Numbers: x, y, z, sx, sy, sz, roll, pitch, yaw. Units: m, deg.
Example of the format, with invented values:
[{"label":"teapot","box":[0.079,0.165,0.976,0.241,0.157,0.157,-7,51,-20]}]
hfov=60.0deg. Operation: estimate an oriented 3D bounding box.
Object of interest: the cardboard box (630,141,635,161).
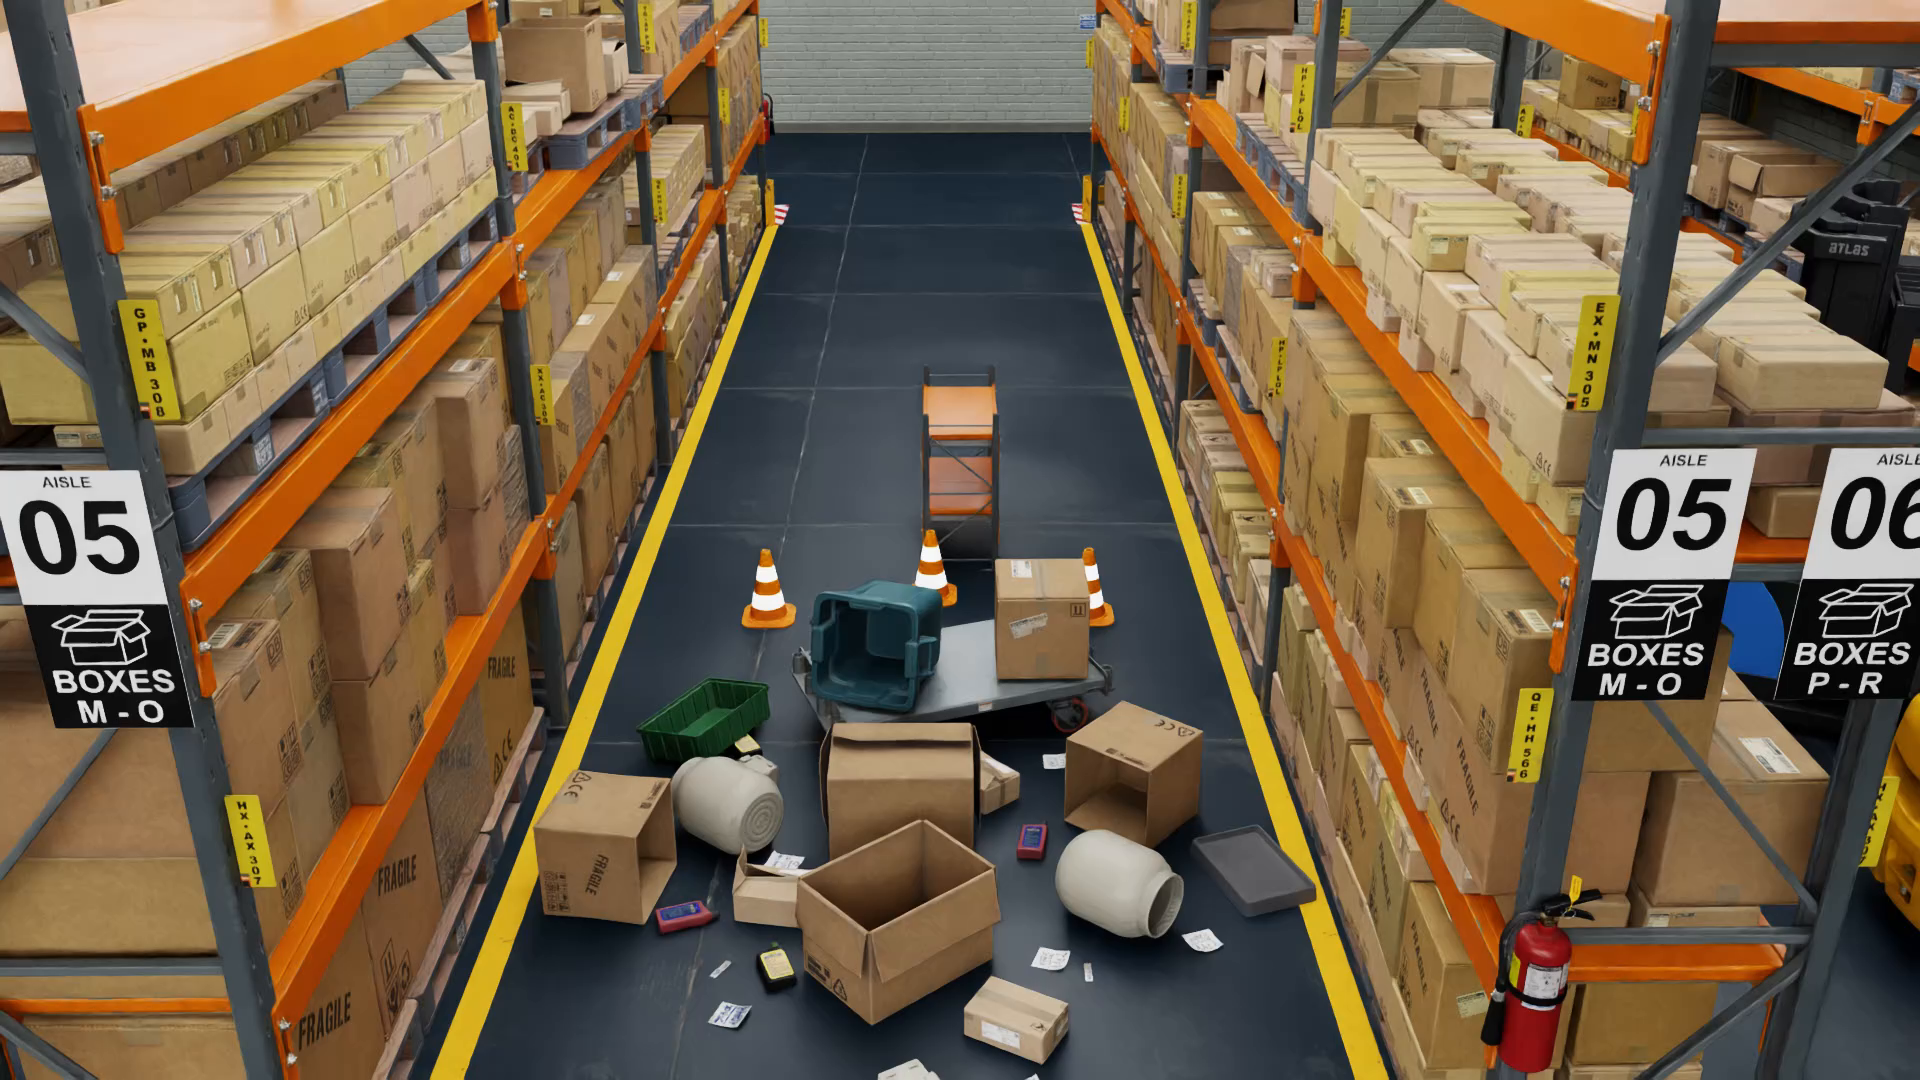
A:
[{"label":"cardboard box","box":[-3.262,-3.661,15.638,0.380,0.149,0.250,0,24,0]}]

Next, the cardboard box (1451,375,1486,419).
[{"label":"cardboard box","box":[1.999,-0.549,5.989,0.380,0.149,0.250,0,24,-1]}]

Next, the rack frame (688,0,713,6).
[{"label":"rack frame","box":[-2.806,-6.346,14.861,1.000,3.000,0.127,0,24,-1]}]

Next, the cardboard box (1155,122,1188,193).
[{"label":"cardboard box","box":[1.907,-3.157,13.756,0.500,0.500,0.500,0,24,-1]}]

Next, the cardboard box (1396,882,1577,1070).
[{"label":"cardboard box","box":[2.004,1.659,6.359,0.500,0.500,0.500,0,24,0]}]

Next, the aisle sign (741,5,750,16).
[{"label":"aisle sign","box":[-2.550,-6.477,19.276,0.394,0.787,0.004,0,24,-1]}]

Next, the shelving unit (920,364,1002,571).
[{"label":"shelving unit","box":[0.000,-0.515,11.524,0.538,1.125,1.048,0,24,-1]}]

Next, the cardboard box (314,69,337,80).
[{"label":"cardboard box","box":[-7.542,-5.490,19.159,0.500,0.500,0.500,0,24,0]}]

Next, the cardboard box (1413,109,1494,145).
[{"label":"cardboard box","box":[2.625,-2.112,8.813,0.500,0.250,0.500,-1,24,-2]}]

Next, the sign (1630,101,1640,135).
[{"label":"sign","box":[6.564,-4.089,16.101,0.100,0.325,0.005,0,24,-1]}]

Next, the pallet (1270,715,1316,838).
[{"label":"pallet","box":[2.273,1.167,8.913,1.003,0.211,1.213,0,24,-1]}]

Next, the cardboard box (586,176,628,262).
[{"label":"cardboard box","box":[-2.767,-2.280,11.818,0.700,0.500,0.500,0,24,-1]}]

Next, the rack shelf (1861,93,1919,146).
[{"label":"rack shelf","box":[7.172,-2.267,10.355,1.077,0.370,4.000,0,24,-1]}]

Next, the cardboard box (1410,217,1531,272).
[{"label":"cardboard box","box":[1.924,-1.117,6.277,0.380,0.149,0.250,0,24,1]}]

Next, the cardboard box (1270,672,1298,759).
[{"label":"cardboard box","box":[1.966,0.926,8.890,0.500,0.250,0.500,-1,24,-3]}]

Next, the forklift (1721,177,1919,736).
[{"label":"forklift","box":[5.183,-0.395,9.066,3.031,2.935,1.130,10,26,22]}]

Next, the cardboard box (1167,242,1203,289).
[{"label":"cardboard box","box":[1.921,-2.167,13.084,0.500,0.250,0.500,-1,24,-2]}]

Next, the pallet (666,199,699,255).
[{"label":"pallet","box":[-2.825,-2.692,14.296,1.003,0.211,1.213,0,24,-1]}]

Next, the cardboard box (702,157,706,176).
[{"label":"cardboard box","box":[-2.604,-3.527,15.703,0.380,0.149,0.250,-1,24,-2]}]

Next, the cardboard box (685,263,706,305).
[{"label":"cardboard box","box":[-2.533,-2.271,14.746,0.500,0.250,0.500,-1,24,-3]}]

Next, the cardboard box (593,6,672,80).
[{"label":"cardboard box","box":[-2.515,-3.819,12.793,0.500,0.500,0.500,0,24,-1]}]

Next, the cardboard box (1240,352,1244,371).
[{"label":"cardboard box","box":[1.952,-1.088,10.311,0.380,0.149,0.250,0,24,-1]}]

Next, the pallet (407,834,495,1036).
[{"label":"pallet","box":[-2.772,1.772,7.576,1.003,0.211,1.213,0,24,-1]}]

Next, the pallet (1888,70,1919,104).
[{"label":"pallet","box":[7.246,-3.054,11.451,1.213,0.211,1.003,1,24,2]}]

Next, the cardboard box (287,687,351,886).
[{"label":"cardboard box","box":[-2.752,0.885,5.972,0.875,0.550,0.550,0,24,-1]}]

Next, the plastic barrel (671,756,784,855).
[{"label":"plastic barrel","box":[-1.172,1.318,8.322,0.512,0.421,0.421,19,30,35]}]

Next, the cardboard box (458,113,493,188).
[{"label":"cardboard box","box":[-2.457,-1.785,7.607,0.500,0.250,0.500,-1,24,-1]}]

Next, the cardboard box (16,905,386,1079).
[{"label":"cardboard box","box":[-2.748,1.830,6.133,0.875,0.875,0.875,0,24,0]}]

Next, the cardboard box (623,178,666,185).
[{"label":"cardboard box","box":[-2.580,-2.825,13.429,0.380,0.149,0.250,-1,24,-3]}]

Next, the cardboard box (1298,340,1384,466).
[{"label":"cardboard box","box":[2.002,-0.624,7.794,0.700,0.500,0.500,0,24,0]}]

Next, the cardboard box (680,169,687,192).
[{"label":"cardboard box","box":[-2.586,-3.119,14.440,0.380,0.149,0.250,0,24,0]}]

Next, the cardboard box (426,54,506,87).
[{"label":"cardboard box","box":[-2.963,-2.810,10.160,0.500,0.311,0.500,-1,24,-1]}]

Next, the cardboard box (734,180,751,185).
[{"label":"cardboard box","box":[-2.645,-4.104,19.411,0.380,0.149,0.250,0,24,0]}]

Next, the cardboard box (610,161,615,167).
[{"label":"cardboard box","box":[-3.249,-3.367,14.629,0.380,0.149,0.250,0,24,-1]}]

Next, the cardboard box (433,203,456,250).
[{"label":"cardboard box","box":[-2.385,-1.341,7.109,0.380,0.149,0.250,0,24,0]}]

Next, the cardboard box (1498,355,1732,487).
[{"label":"cardboard box","box":[1.999,-0.375,5.121,0.500,0.250,0.500,-1,24,-1]}]

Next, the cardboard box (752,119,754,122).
[{"label":"cardboard box","box":[-2.598,-4.911,19.273,0.380,0.149,0.250,0,24,-1]}]

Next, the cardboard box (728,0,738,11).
[{"label":"cardboard box","box":[-2.548,-5.524,16.866,0.500,0.250,0.500,1,24,2]}]

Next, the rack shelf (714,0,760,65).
[{"label":"rack shelf","box":[-2.828,-5.476,17.450,1.077,0.370,4.000,0,24,-1]}]

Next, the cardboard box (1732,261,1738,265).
[{"label":"cardboard box","box":[7.447,-2.584,15.560,0.380,0.149,0.250,-1,24,-3]}]

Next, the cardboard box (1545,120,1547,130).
[{"label":"cardboard box","box":[6.828,-4.671,18.742,0.380,0.149,0.250,0,24,0]}]

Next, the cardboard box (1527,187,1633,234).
[{"label":"cardboard box","box":[2.533,-1.332,6.751,0.380,0.149,0.250,0,24,0]}]

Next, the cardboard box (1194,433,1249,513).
[{"label":"cardboard box","box":[2.199,-0.485,11.862,0.950,0.372,0.625,-1,24,-2]}]

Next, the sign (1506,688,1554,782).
[{"label":"sign","box":[1.718,0.591,5.015,0.100,0.325,0.005,0,24,-1]}]

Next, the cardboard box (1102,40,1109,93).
[{"label":"cardboard box","box":[1.846,-5.202,18.277,0.500,0.500,0.500,0,24,-1]}]

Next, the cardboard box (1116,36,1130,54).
[{"label":"cardboard box","box":[1.853,-5.227,17.545,0.380,0.149,0.250,0,24,-1]}]

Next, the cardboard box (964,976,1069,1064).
[{"label":"cardboard box","box":[0.239,2.036,7.067,0.380,0.149,0.250,13,27,27]}]

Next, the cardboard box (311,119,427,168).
[{"label":"cardboard box","box":[-2.384,-1.602,6.718,0.380,0.149,0.250,0,24,0]}]

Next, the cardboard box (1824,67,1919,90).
[{"label":"cardboard box","box":[6.901,-3.561,12.525,0.500,0.250,0.500,-1,24,-2]}]

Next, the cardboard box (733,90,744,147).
[{"label":"cardboard box","box":[-2.541,-4.410,17.379,0.500,0.500,0.500,-1,24,-2]}]

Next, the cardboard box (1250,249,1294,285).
[{"label":"cardboard box","box":[1.952,-1.634,9.944,0.380,0.149,0.250,-1,24,-3]}]

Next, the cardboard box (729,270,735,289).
[{"label":"cardboard box","box":[-2.489,-2.656,16.934,0.380,0.149,0.250,-1,24,-3]}]

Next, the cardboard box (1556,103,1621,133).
[{"label":"cardboard box","box":[6.839,-4.600,18.103,0.500,0.250,0.500,-1,24,-2]}]

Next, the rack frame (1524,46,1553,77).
[{"label":"rack frame","box":[7.062,-5.349,19.936,1.000,3.000,0.127,0,24,-1]}]

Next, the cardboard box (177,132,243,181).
[{"label":"cardboard box","box":[-3.039,-1.493,6.477,0.380,0.149,0.250,0,24,-1]}]

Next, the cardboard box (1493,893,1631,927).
[{"label":"cardboard box","box":[2.056,1.230,5.696,0.380,0.149,0.250,1,24,1]}]

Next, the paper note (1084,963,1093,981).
[{"label":"paper note","box":[0.575,1.937,7.454,0.032,0.001,0.123,0,24,-1]}]
